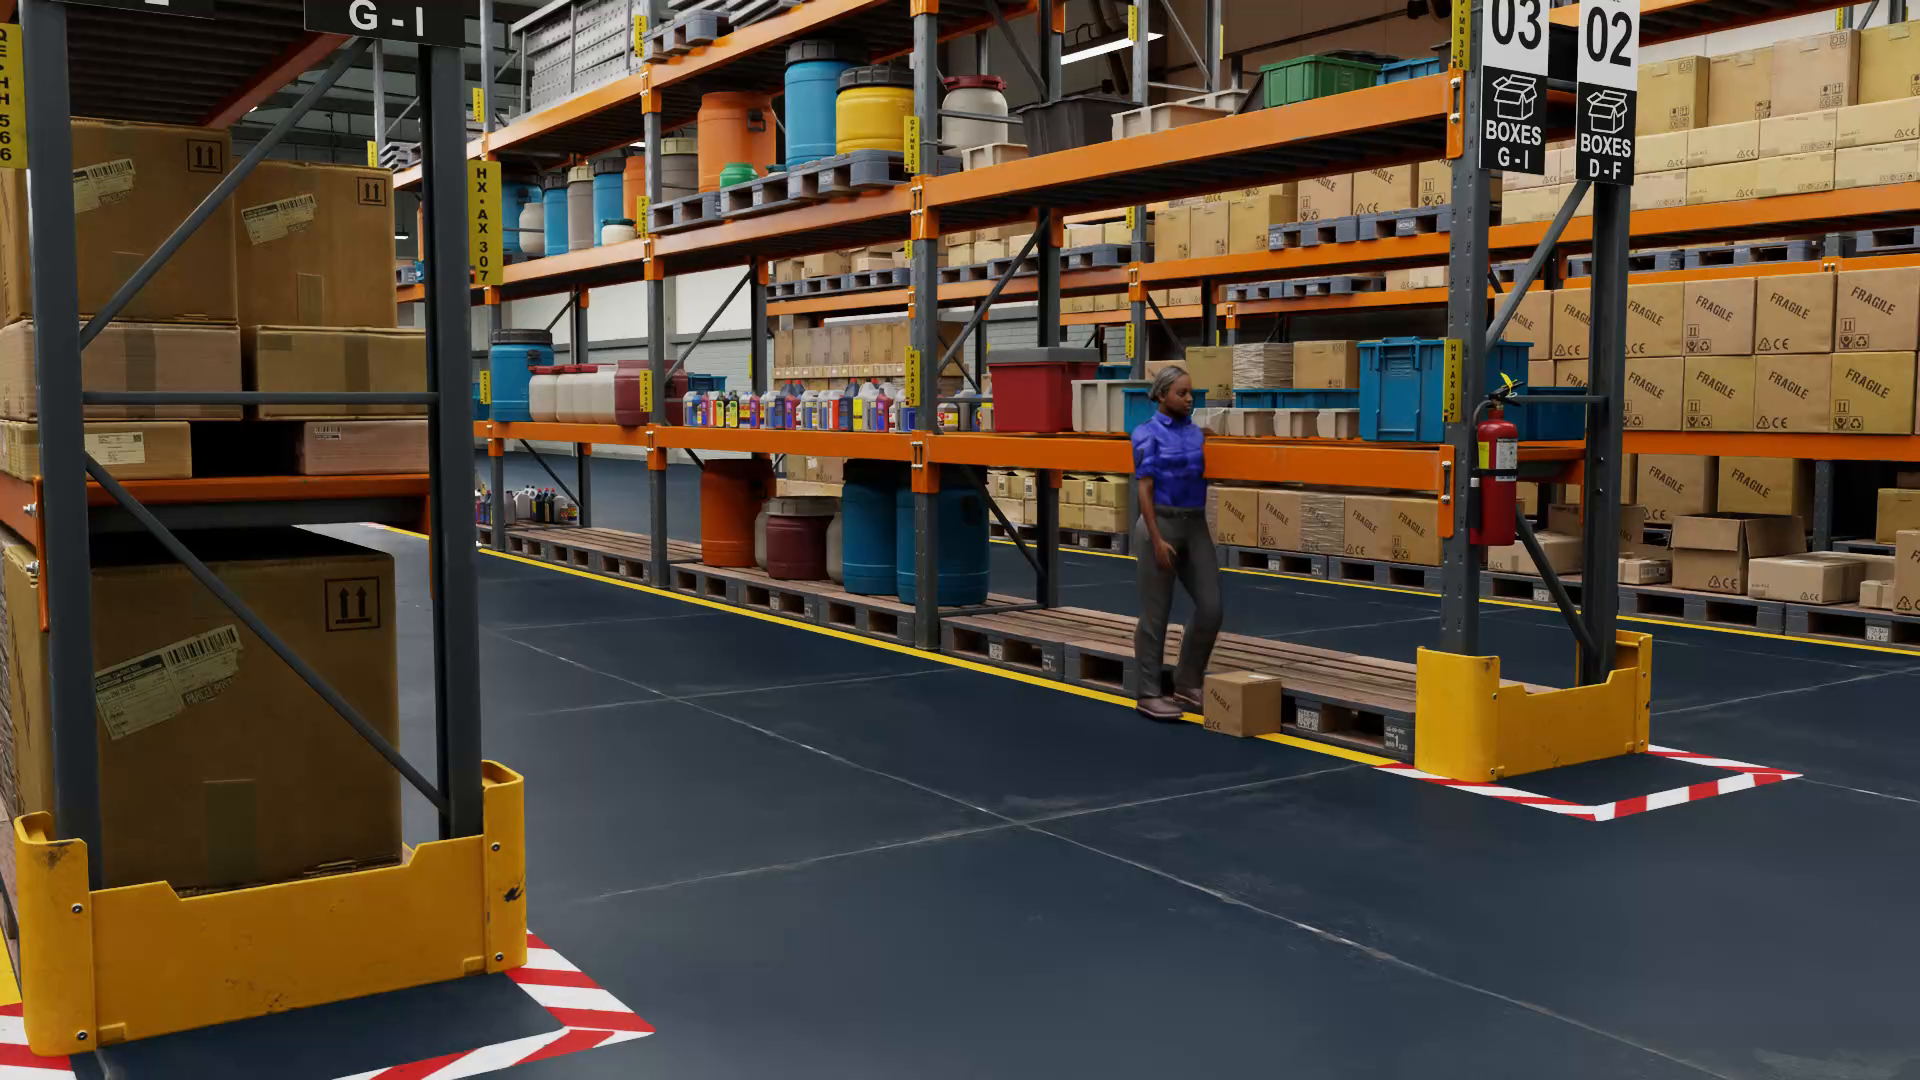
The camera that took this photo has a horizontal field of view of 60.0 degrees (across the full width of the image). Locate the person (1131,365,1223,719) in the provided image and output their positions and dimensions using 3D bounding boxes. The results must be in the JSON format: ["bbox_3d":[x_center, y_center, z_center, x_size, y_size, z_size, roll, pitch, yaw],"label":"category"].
[{"bbox_3d":[1.041,-0.001,7.926,0.442,1.658,0.371,-3,6,-33],"label":"person"}]
